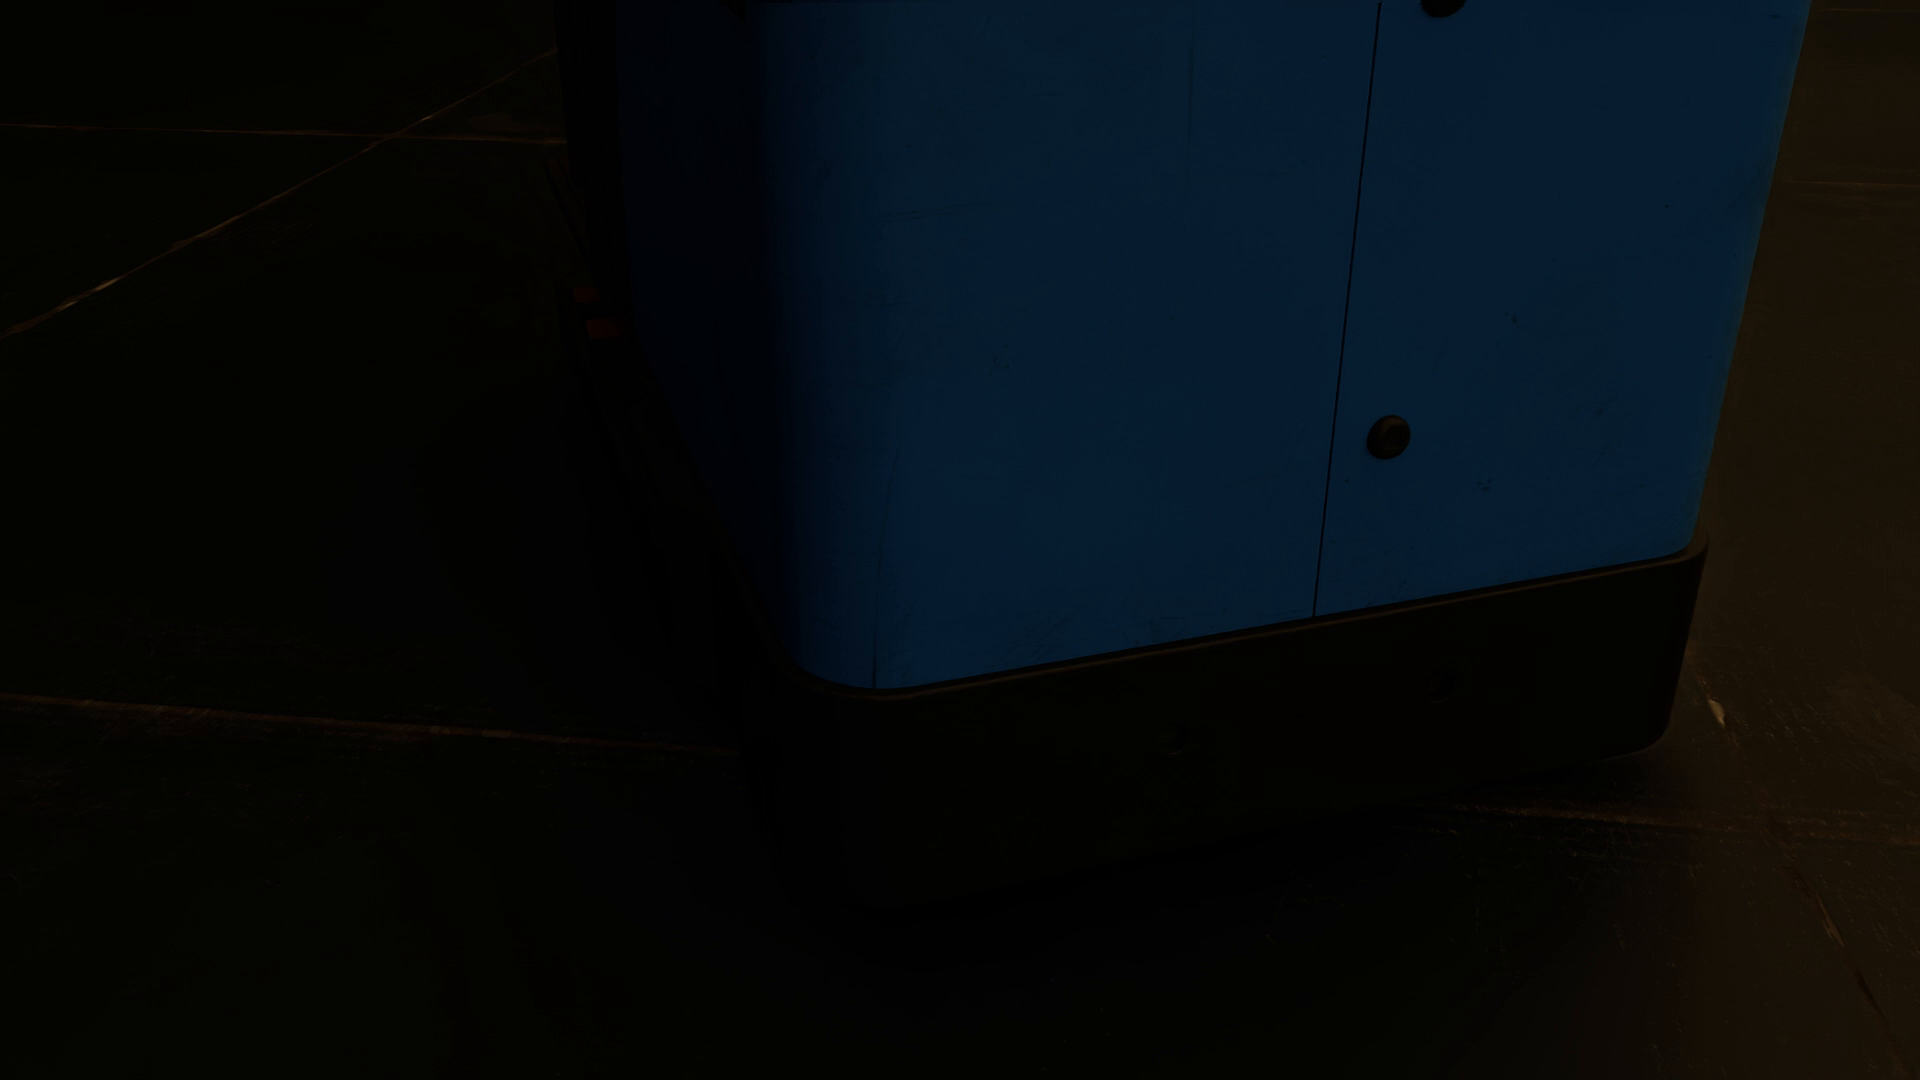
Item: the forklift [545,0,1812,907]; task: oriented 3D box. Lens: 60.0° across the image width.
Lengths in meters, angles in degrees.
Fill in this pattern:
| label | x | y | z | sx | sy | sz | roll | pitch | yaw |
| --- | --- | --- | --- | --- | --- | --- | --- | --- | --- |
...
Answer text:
| label | x | y | z | sx | sy | sz | roll | pitch | yaw |
| --- | --- | --- | --- | --- | --- | --- | --- | --- | --- |
| forklift | -0.124 | -1.591 | 2.406 | 1.130 | 2.935 | 3.031 | -8 | 28 | -16 |
